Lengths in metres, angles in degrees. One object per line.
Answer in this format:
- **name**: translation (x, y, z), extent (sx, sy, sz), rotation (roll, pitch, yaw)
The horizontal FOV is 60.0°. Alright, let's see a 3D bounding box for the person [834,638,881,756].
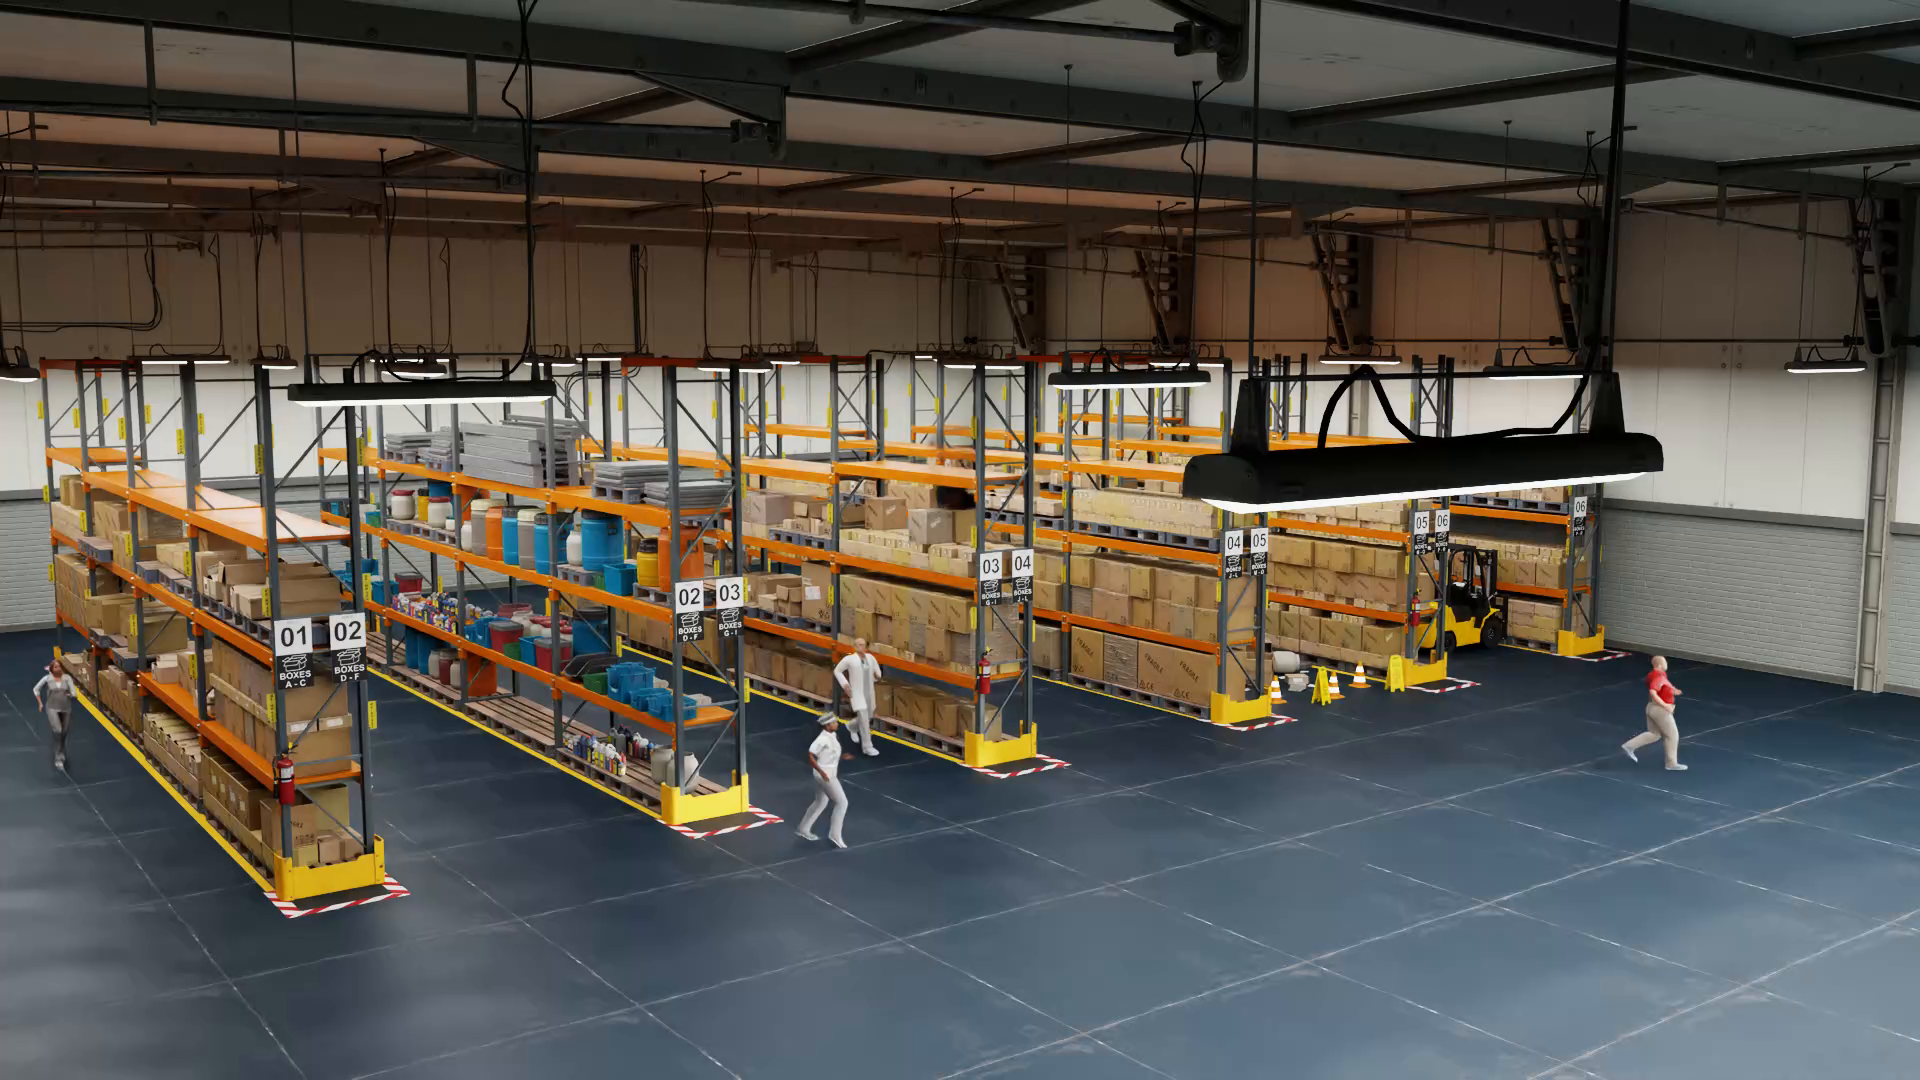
- **person**: translation (-1.525, 2.375, 25.565), extent (0.714, 1.754, 1.034), rotation (-5, 9, -36)

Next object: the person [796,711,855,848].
- **person**: translation (-1.698, 3.005, 20.889), extent (0.752, 1.761, 0.557), rotation (0, 7, -2)

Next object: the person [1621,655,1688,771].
- **person**: translation (10.296, 2.540, 24.524), extent (0.901, 1.696, 0.674), rotation (1, 7, 5)

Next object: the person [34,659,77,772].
- **person**: translation (-13.382, 2.578, 24.673), extent (0.721, 1.645, 0.506), rotation (7, 10, 44)

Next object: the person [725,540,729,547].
- **person**: translation (-5.550, 0.823, 38.697), extent (0.699, 1.761, 1.001), rotation (-4, 8, -30)
